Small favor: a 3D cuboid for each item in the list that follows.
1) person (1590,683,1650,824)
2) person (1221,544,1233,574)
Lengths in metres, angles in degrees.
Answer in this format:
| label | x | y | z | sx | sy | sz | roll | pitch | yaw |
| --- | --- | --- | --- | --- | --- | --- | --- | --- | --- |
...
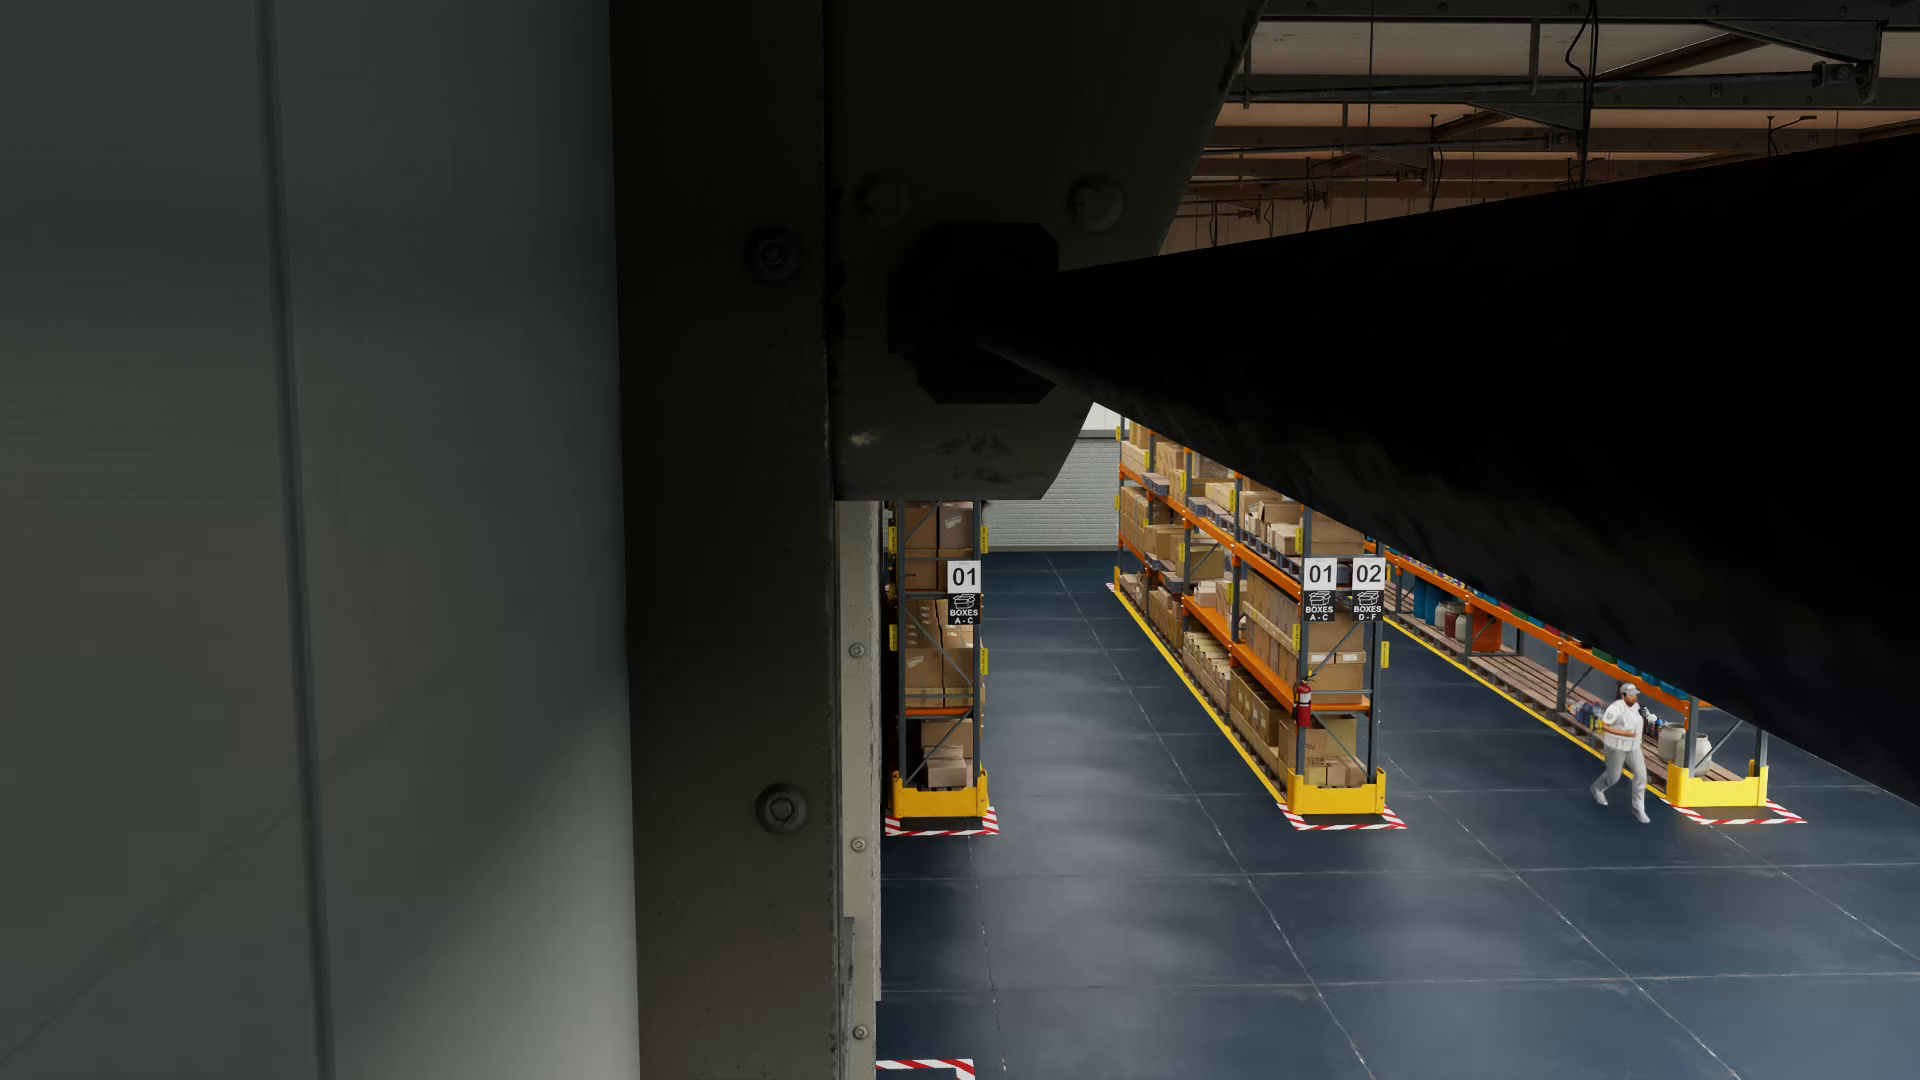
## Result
| label | x | y | z | sx | sy | sz | roll | pitch | yaw |
| --- | --- | --- | --- | --- | --- | --- | --- | --- | --- |
| person | 8.168 | 2.577 | 20.535 | 0.635 | 1.684 | 0.901 | -3 | 9 | -18 |
| person | 5.860 | 0.375 | 35.590 | 0.627 | 1.736 | 0.845 | -4 | 9 | -25 |
